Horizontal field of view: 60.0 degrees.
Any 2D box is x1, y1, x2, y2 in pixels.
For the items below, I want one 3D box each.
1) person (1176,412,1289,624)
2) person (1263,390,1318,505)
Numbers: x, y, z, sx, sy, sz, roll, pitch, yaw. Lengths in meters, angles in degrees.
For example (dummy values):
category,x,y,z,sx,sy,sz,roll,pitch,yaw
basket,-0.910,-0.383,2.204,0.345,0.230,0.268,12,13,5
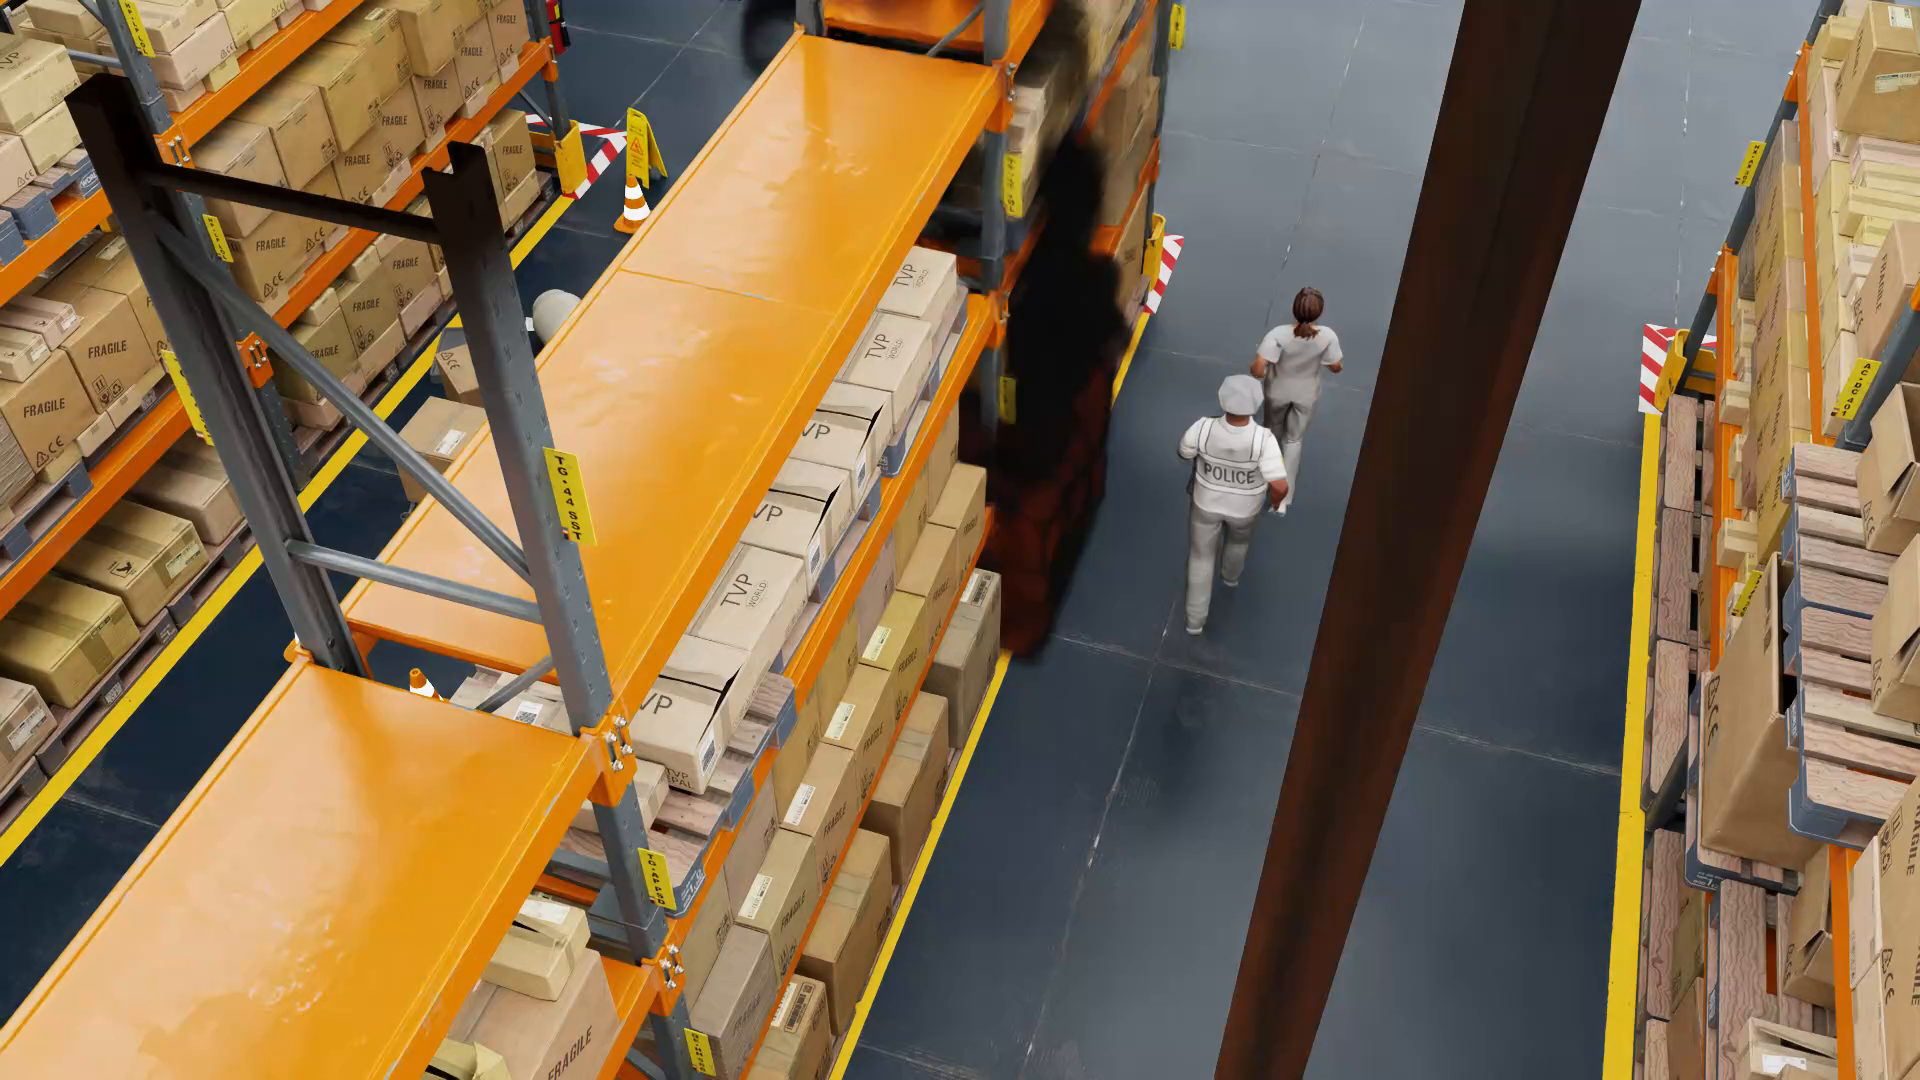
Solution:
category,x,y,z,sx,sy,sz,roll,pitch,yaw
person,5.466,0.623,8.942,8.737,1.845,1.726,7,46,7
person,2.070,-0.775,10.532,0.341,1.173,0.698,6,46,6
